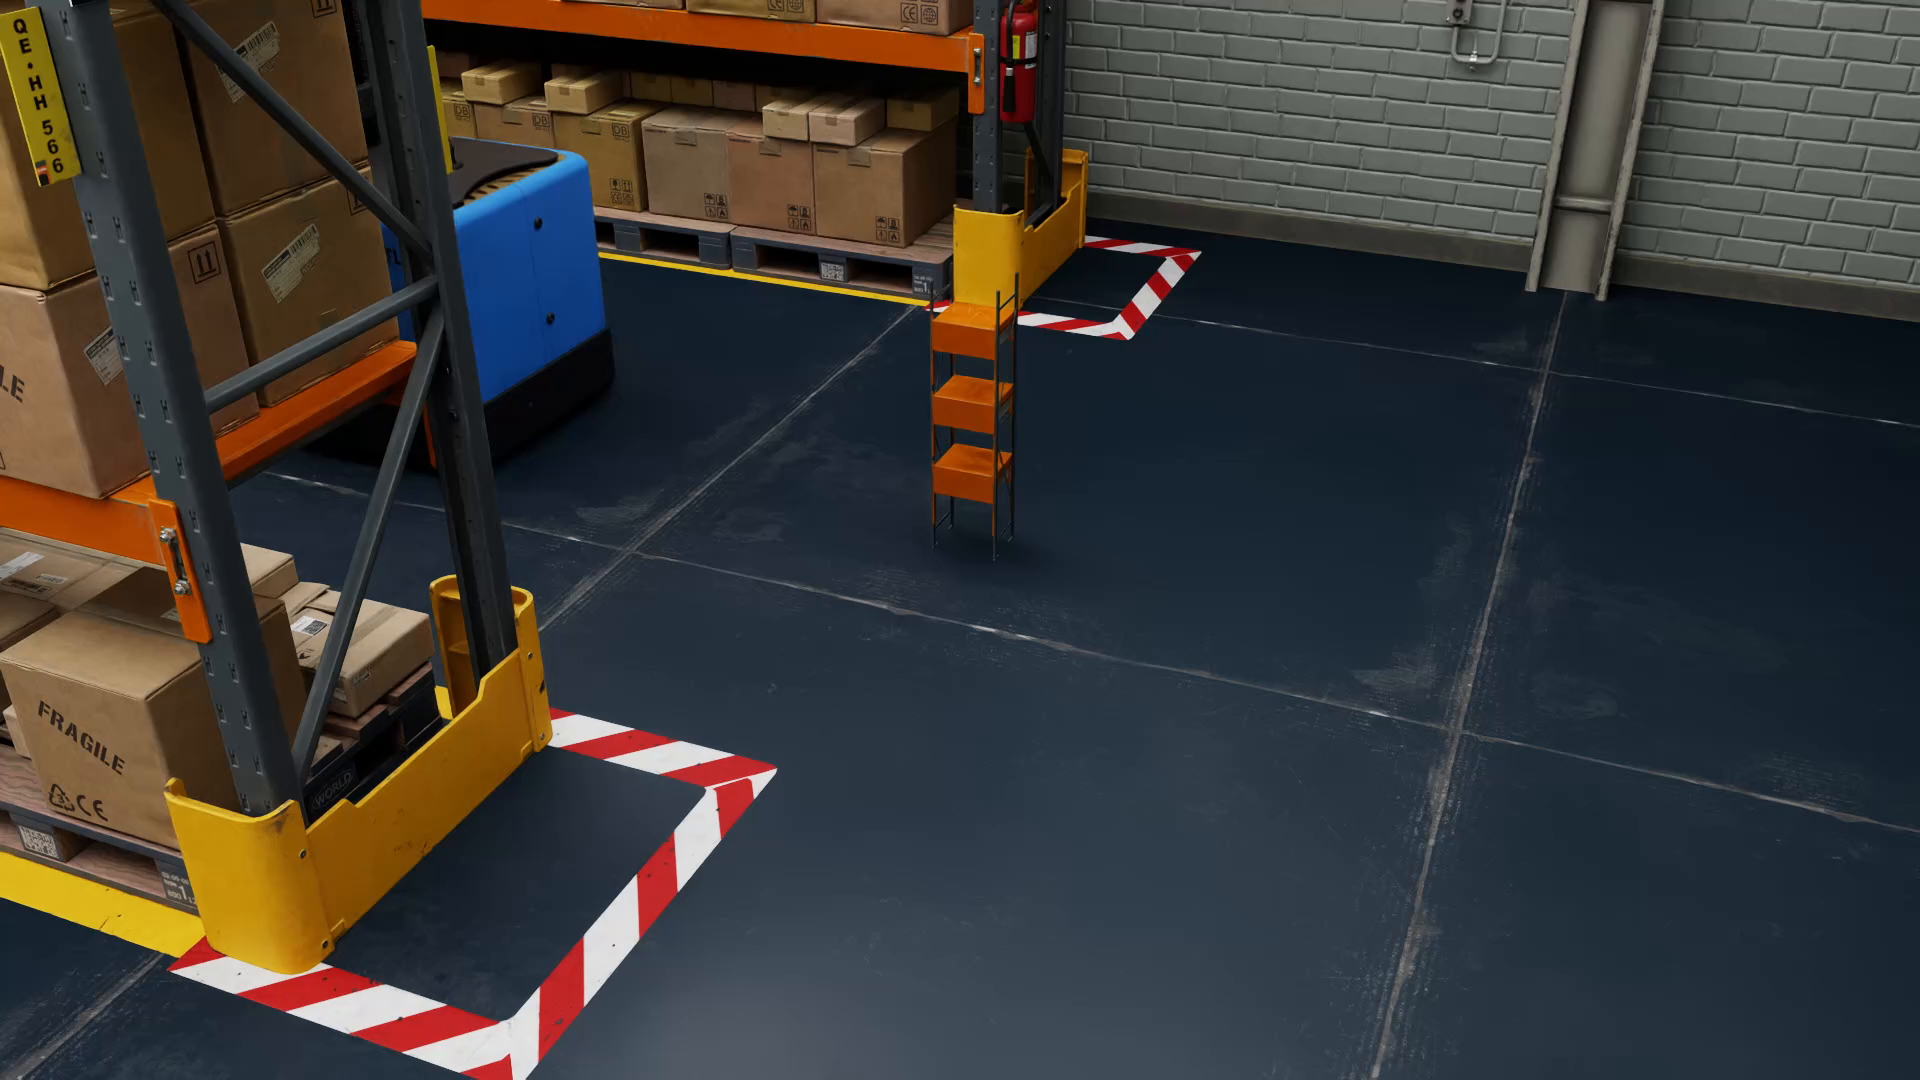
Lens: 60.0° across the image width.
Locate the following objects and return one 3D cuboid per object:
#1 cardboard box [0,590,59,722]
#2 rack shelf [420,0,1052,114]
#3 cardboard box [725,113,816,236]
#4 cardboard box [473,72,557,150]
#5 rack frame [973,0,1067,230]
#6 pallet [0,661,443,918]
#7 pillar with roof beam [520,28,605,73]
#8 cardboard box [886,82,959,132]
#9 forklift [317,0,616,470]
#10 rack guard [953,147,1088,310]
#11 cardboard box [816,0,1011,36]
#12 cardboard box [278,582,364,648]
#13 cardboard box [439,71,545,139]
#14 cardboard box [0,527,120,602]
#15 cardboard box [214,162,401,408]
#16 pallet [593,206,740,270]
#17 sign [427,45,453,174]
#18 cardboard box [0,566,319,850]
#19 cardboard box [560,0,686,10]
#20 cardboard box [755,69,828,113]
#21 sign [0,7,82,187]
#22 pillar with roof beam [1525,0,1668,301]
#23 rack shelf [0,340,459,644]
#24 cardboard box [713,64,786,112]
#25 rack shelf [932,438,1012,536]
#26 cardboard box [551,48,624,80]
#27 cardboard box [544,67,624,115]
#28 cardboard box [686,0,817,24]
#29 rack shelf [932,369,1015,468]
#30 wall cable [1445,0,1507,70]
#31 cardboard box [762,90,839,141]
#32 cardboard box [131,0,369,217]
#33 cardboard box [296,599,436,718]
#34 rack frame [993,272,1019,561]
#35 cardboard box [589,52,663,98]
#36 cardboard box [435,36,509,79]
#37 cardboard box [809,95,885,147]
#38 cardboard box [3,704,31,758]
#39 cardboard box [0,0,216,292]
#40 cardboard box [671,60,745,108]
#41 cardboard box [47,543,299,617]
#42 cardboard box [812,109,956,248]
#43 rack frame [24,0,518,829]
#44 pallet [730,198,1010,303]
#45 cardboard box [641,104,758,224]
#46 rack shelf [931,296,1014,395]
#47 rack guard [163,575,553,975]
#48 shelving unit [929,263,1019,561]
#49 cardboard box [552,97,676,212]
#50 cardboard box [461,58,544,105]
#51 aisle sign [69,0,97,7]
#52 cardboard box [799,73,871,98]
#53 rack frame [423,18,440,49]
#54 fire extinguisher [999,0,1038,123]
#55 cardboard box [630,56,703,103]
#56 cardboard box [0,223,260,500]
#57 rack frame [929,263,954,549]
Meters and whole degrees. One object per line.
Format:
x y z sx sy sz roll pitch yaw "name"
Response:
-3.020 0.365 4.903 0.500 0.250 0.500 11 31 19 "cardboard box"
-1.549 -2.779 8.849 4.000 0.370 1.077 11 31 19 "rack shelf"
-0.845 -1.993 8.841 0.500 0.500 0.700 11 31 19 "cardboard box"
-2.283 -2.277 9.343 0.500 0.500 0.700 11 31 19 "cardboard box"
0.305 -2.722 8.017 0.127 3.000 1.000 11 31 19 "rack frame"
-2.364 0.591 4.991 1.213 0.211 1.003 11 31 19 "pallet"
-4.047 -4.376 4.846 0.400 9.000 9.100 11 31 19 "pillar with roof beam"
-0.191 -2.251 8.638 0.250 0.149 0.380 12 31 19 "cardboard box"
-3.097 -2.020 6.846 3.031 2.935 1.130 12 32 20 "forklift"
0.327 -1.629 8.624 0.348 0.500 1.175 11 31 19 "rack guard"
-0.172 -2.942 8.102 0.700 0.700 0.980 13 32 21 "cardboard box"
-2.045 0.299 5.105 0.250 0.166 0.380 11 31 19 "cardboard box"
-2.748 -2.371 9.511 0.500 0.500 0.700 12 32 20 "cardboard box"
-2.878 0.128 5.322 0.500 0.250 0.500 11 31 19 "cardboard box"
-1.867 -0.708 4.353 0.500 0.500 0.500 12 32 20 "cardboard box"
-1.592 -1.847 9.302 1.213 0.211 1.003 11 31 19 "pallet"
-1.351 -1.087 4.245 0.005 0.325 0.100 11 31 19 "sign"
-2.151 0.446 4.506 0.500 0.500 0.500 11 31 19 "cardboard box"
-1.553 -3.217 8.588 0.700 0.700 0.980 10 31 17 "cardboard box"
-0.892 -2.391 8.886 0.250 0.149 0.380 12 31 20 "cardboard box"
-1.782 -0.855 3.216 0.005 0.325 0.100 11 31 19 "sign"
1.513 -3.265 2.882 0.400 9.000 9.100 11 31 19 "pillar with roof beam"
-3.408 -0.519 4.851 4.000 0.370 1.077 11 31 19 "rack shelf"
-1.128 -2.437 8.968 0.250 0.149 0.380 12 32 20 "cardboard box"
0.050 -0.196 6.116 0.240 0.259 0.215 11 31 19 "rack shelf"
-2.074 -2.626 9.302 0.250 0.149 0.380 10 31 18 "cardboard box"
-2.015 -2.411 8.921 0.250 0.149 0.380 10 31 18 "cardboard box"
-0.850 -3.072 8.331 0.700 0.700 0.980 11 31 19 "cardboard box"
0.050 -0.438 5.979 0.240 0.259 0.215 11 31 19 "rack shelf"
1.847 -3.359 8.111 1.851 1.984 0.084 11 31 19 "wall cable"
-0.806 -2.170 8.496 0.250 0.149 0.380 12 32 20 "cardboard box"
-1.867 -1.144 4.107 0.500 0.500 0.500 12 32 21 "cardboard box"
-1.813 0.353 5.027 0.250 0.149 0.380 11 31 19 "cardboard box"
0.163 -0.425 5.934 0.008 1.050 0.200 11 31 19 "rack frame"
-1.840 -2.579 9.219 0.250 0.149 0.380 12 31 20 "cardboard box"
-2.807 -2.771 9.559 0.250 0.149 0.380 11 31 19 "cardboard box"
-0.569 -2.123 8.413 0.250 0.149 0.380 11 31 19 "cardboard box"
-2.492 0.475 4.793 0.250 0.166 0.380 11 31 19 "cardboard box"
-2.070 -0.898 3.673 0.500 0.500 0.500 11 31 19 "cardboard box"
-1.366 -2.485 9.052 0.250 0.149 0.380 12 31 20 "cardboard box"
-2.415 0.221 5.159 0.500 0.250 0.500 11 31 19 "cardboard box"
-0.382 -1.900 8.677 0.500 0.500 0.700 11 31 19 "cardboard box"
-1.554 -0.462 4.020 0.127 3.000 1.000 11 31 19 "rack frame"
-0.466 -1.620 8.902 1.213 0.211 1.003 11 31 19 "pallet"
-1.312 -2.086 9.005 0.500 0.500 0.700 10 31 17 "cardboard box"
0.050 -0.685 5.840 0.240 0.259 0.215 11 31 19 "rack shelf"
-1.625 0.612 4.660 0.348 0.500 1.175 11 31 19 "rack guard"
0.050 -0.447 5.974 0.252 1.050 0.215 11 31 19 "shelving unit"
-1.809 -2.181 9.174 0.500 0.500 0.700 12 32 20 "cardboard box"
-2.499 -2.507 9.092 0.250 0.149 0.380 12 32 21 "cardboard box"
-1.606 -1.442 3.111 0.004 0.787 0.394 11 31 19 "aisle sign"
-0.660 -2.344 8.803 0.250 0.149 0.380 11 31 19 "cardboard box"
-3.402 -3.462 9.326 0.127 3.000 1.000 11 31 19 "rack frame"
0.271 -2.287 7.706 0.183 0.674 0.296 11 31 19 "fire extinguisher"
-1.601 -2.532 9.135 0.250 0.149 0.380 11 31 18 "cardboard box"
-2.072 -0.465 3.922 0.500 0.500 0.500 12 32 21 "cardboard box"
-0.063 -0.470 6.014 0.008 1.050 0.200 11 31 19 "rack frame"
